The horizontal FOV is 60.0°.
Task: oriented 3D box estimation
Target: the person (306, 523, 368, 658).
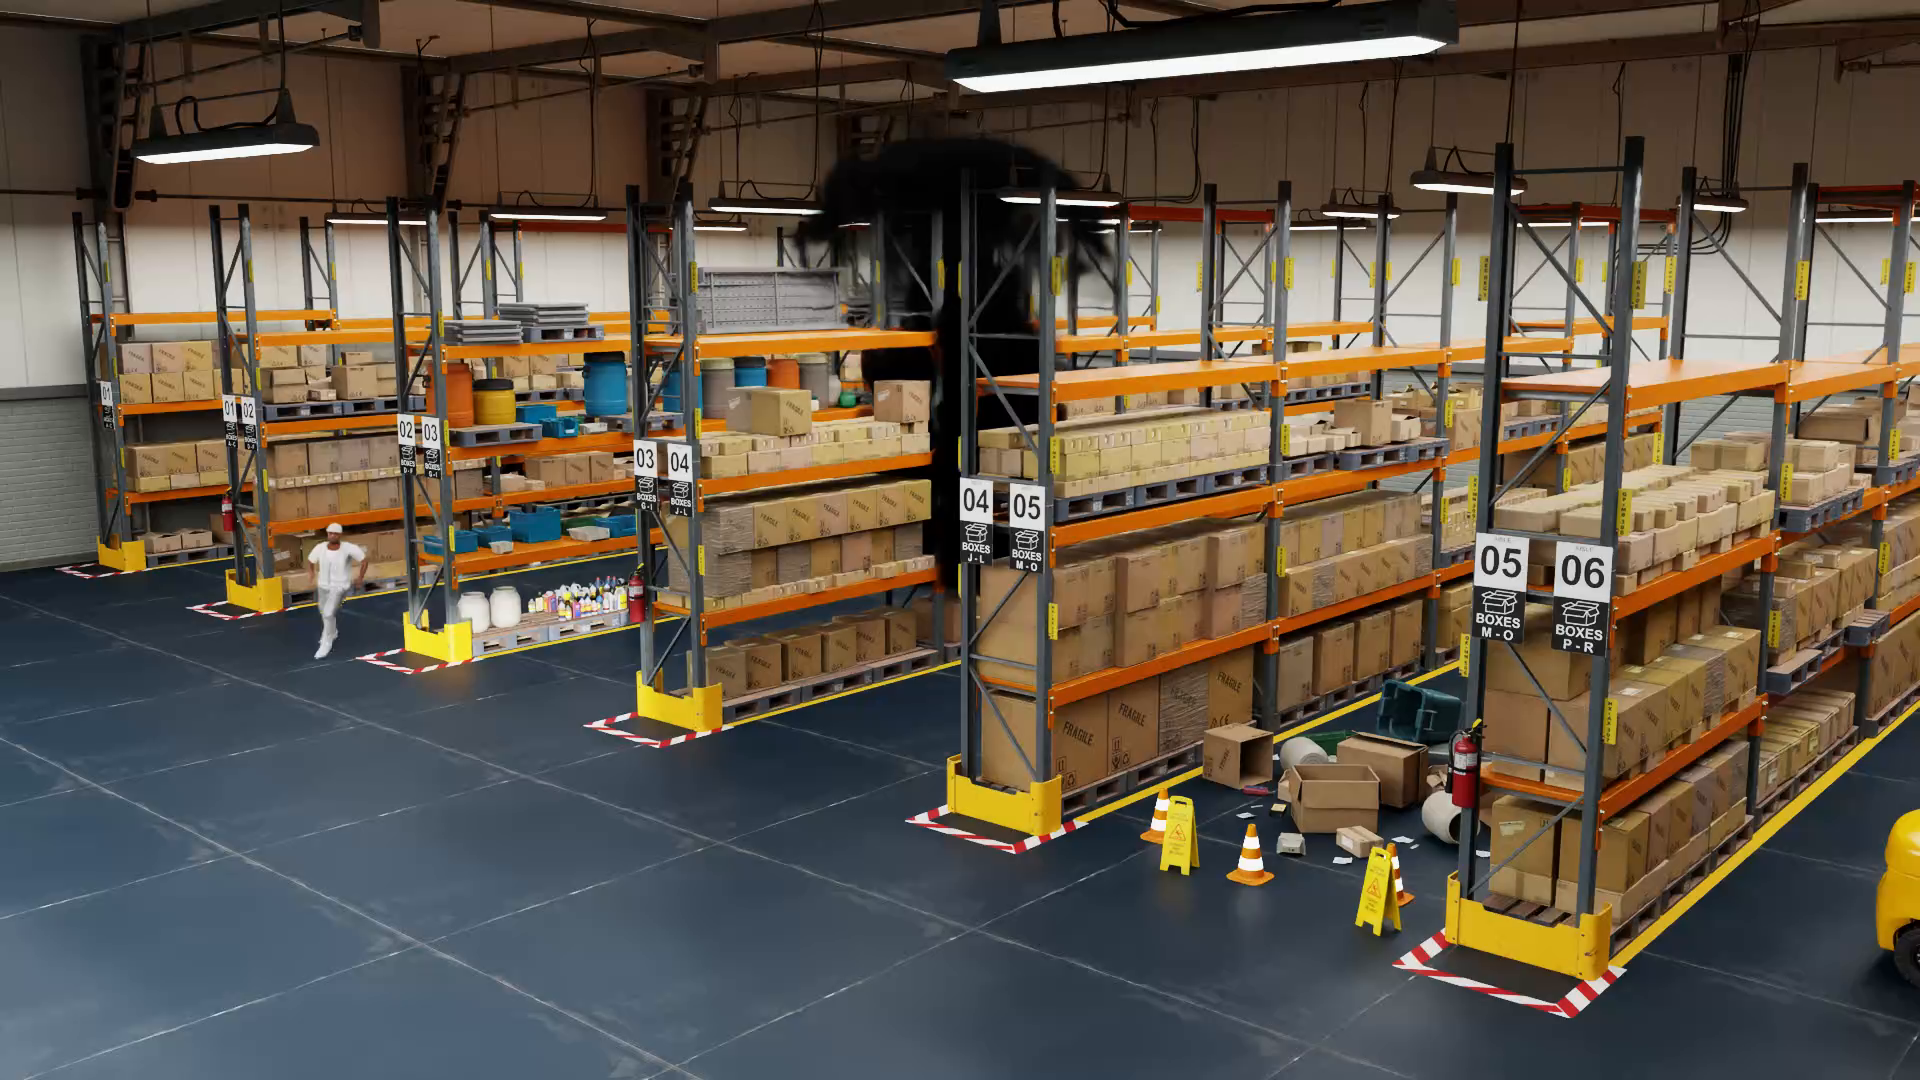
[{"bbox_3d":[-8.348,0.646,22.180,0.743,1.789,0.760,1,10,8],"label":"person"}]
